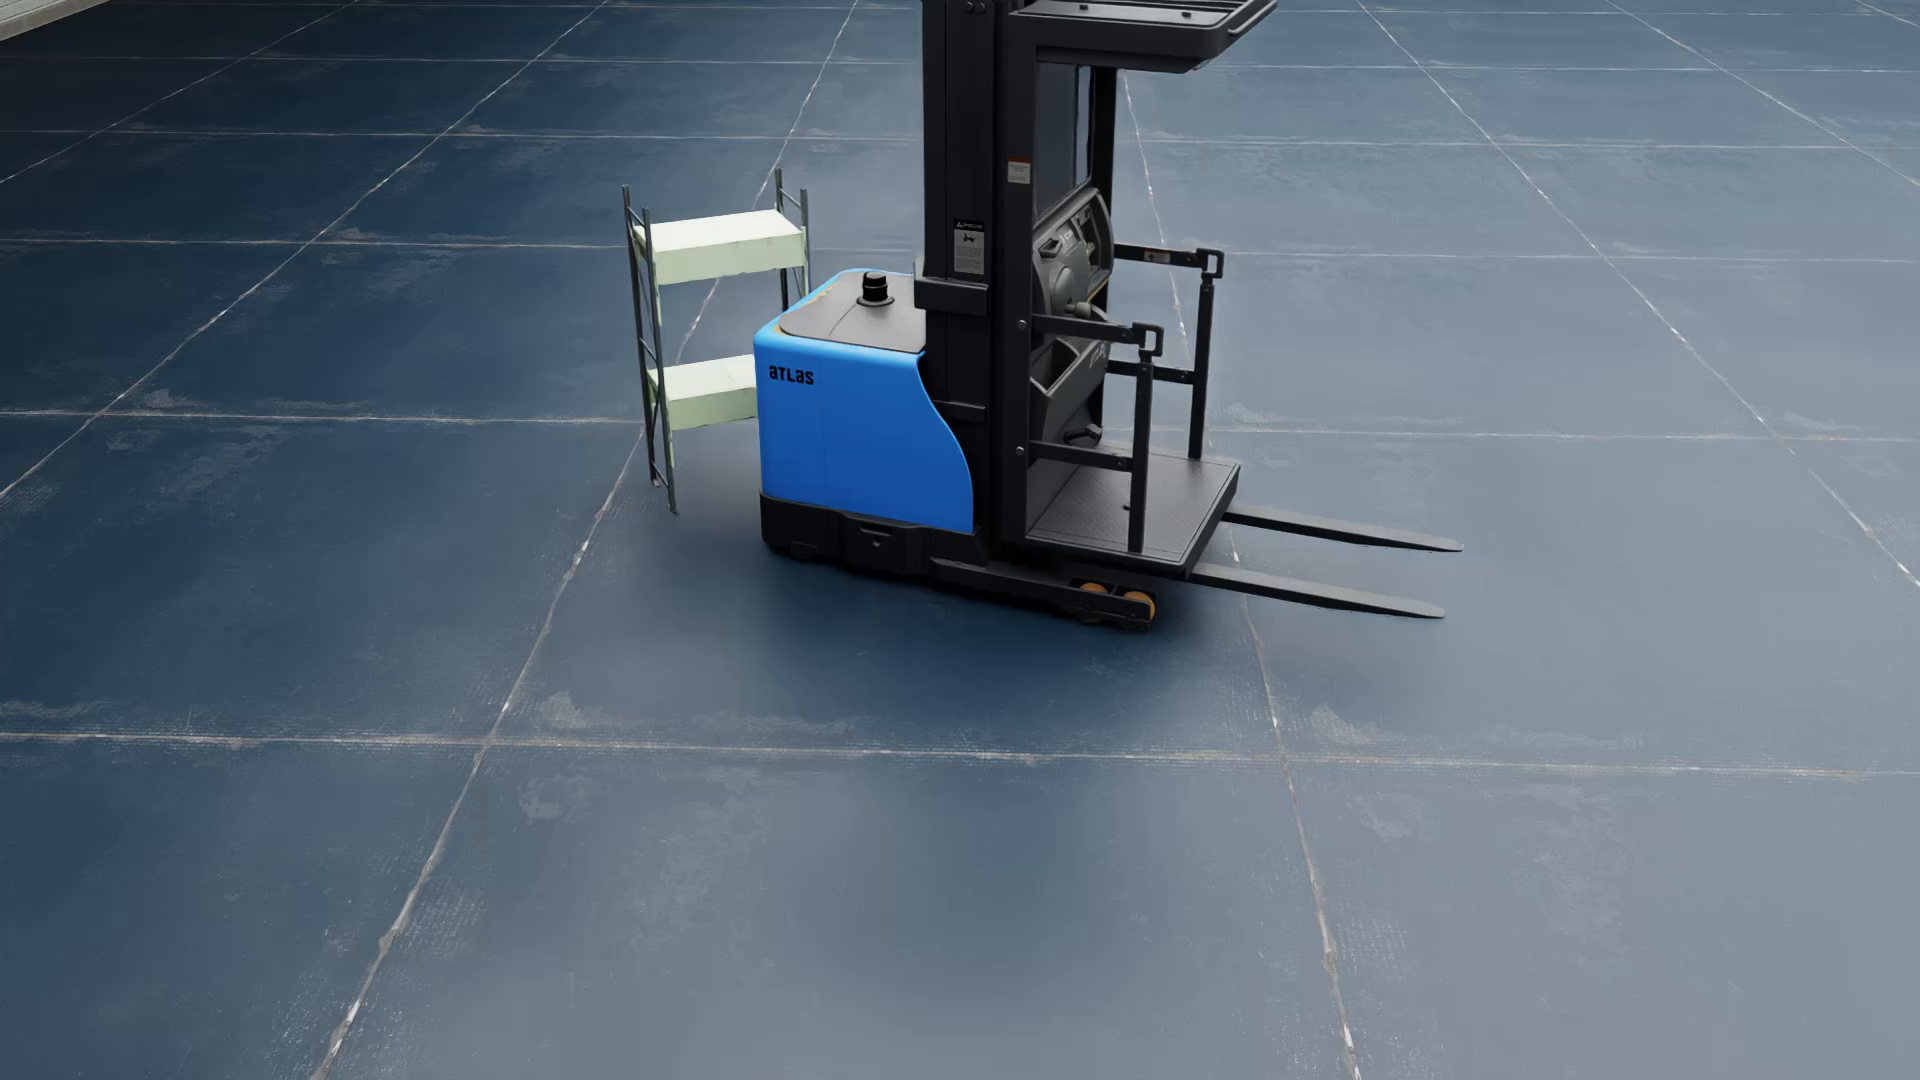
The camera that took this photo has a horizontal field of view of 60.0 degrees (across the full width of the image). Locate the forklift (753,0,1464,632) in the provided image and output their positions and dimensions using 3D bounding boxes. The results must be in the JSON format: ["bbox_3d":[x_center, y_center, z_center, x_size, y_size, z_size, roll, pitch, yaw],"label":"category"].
[{"bbox_3d":[0.661,-1.191,6.867,3.031,2.935,1.130,10,30,19],"label":"forklift"}]

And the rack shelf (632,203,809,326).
[{"bbox_3d":[-1.121,-1.293,7.754,0.720,0.370,0.431,-12,30,-21],"label":"rack shelf"}]

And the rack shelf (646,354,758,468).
[{"bbox_3d":[-1.121,-0.660,8.089,0.720,0.370,0.431,-12,30,-21],"label":"rack shelf"}]

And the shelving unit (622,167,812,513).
[{"bbox_3d":[-1.121,-0.948,7.937,0.755,1.500,0.431,-12,30,-21],"label":"shelving unit"}]

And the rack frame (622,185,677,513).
[{"bbox_3d":[-1.455,-0.878,7.805,0.023,1.500,0.400,-12,30,-21],"label":"rack frame"}]

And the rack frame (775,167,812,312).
[{"bbox_3d":[-0.786,-1.017,8.068,0.023,1.500,0.400,-12,30,-21],"label":"rack frame"}]
